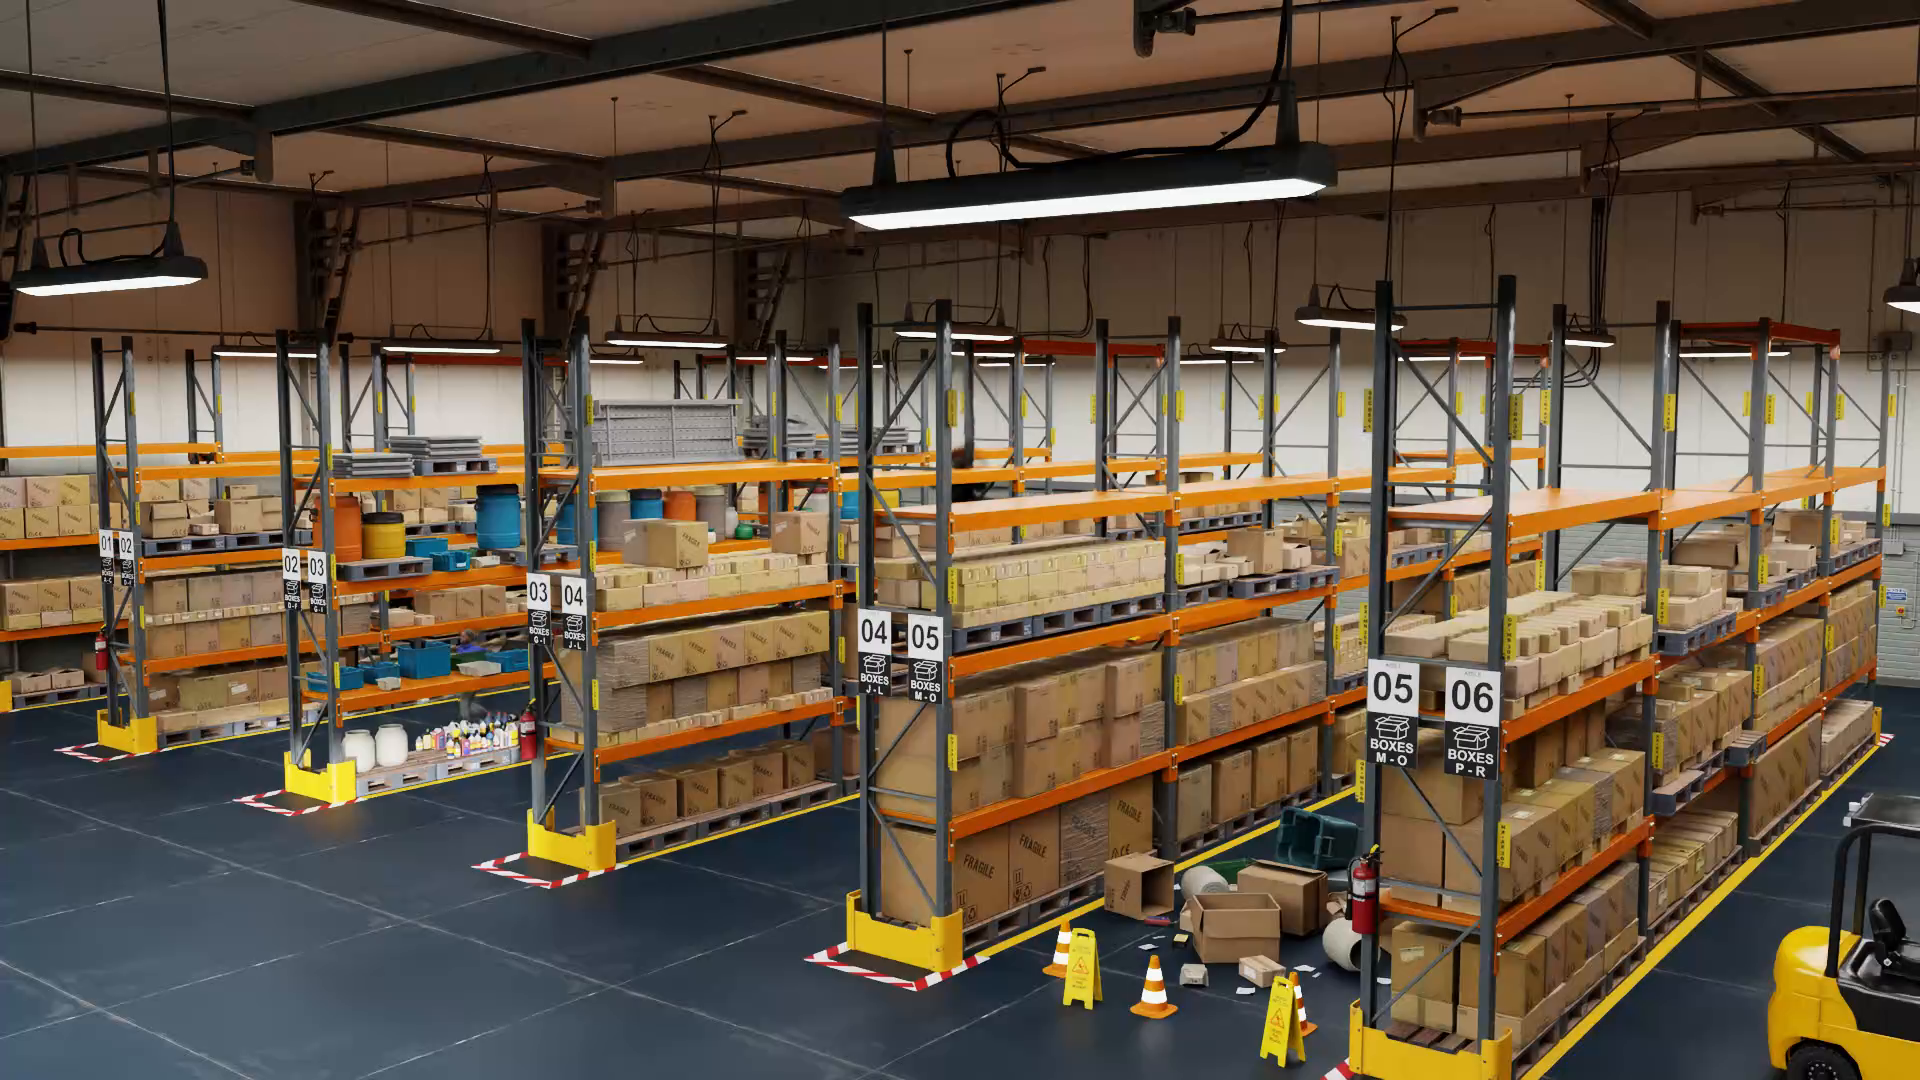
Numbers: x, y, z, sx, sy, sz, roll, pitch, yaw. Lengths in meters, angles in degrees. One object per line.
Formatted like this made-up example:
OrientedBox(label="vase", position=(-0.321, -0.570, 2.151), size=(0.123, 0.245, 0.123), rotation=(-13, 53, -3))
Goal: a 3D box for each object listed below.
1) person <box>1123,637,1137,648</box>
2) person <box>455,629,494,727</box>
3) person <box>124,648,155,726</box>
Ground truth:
OrientedBox(label="person", position=(2.431, 2.196, 24.086), size=(0.686, 1.721, 0.593), rotation=(3, 6, 30))
OrientedBox(label="person", position=(-7.351, 2.167, 24.904), size=(0.573, 1.655, 0.932), rotation=(4, 6, 35))
OrientedBox(label="person", position=(-12.742, 2.040, 26.112), size=(0.674, 1.778, 0.926), rotation=(4, 6, 36))
